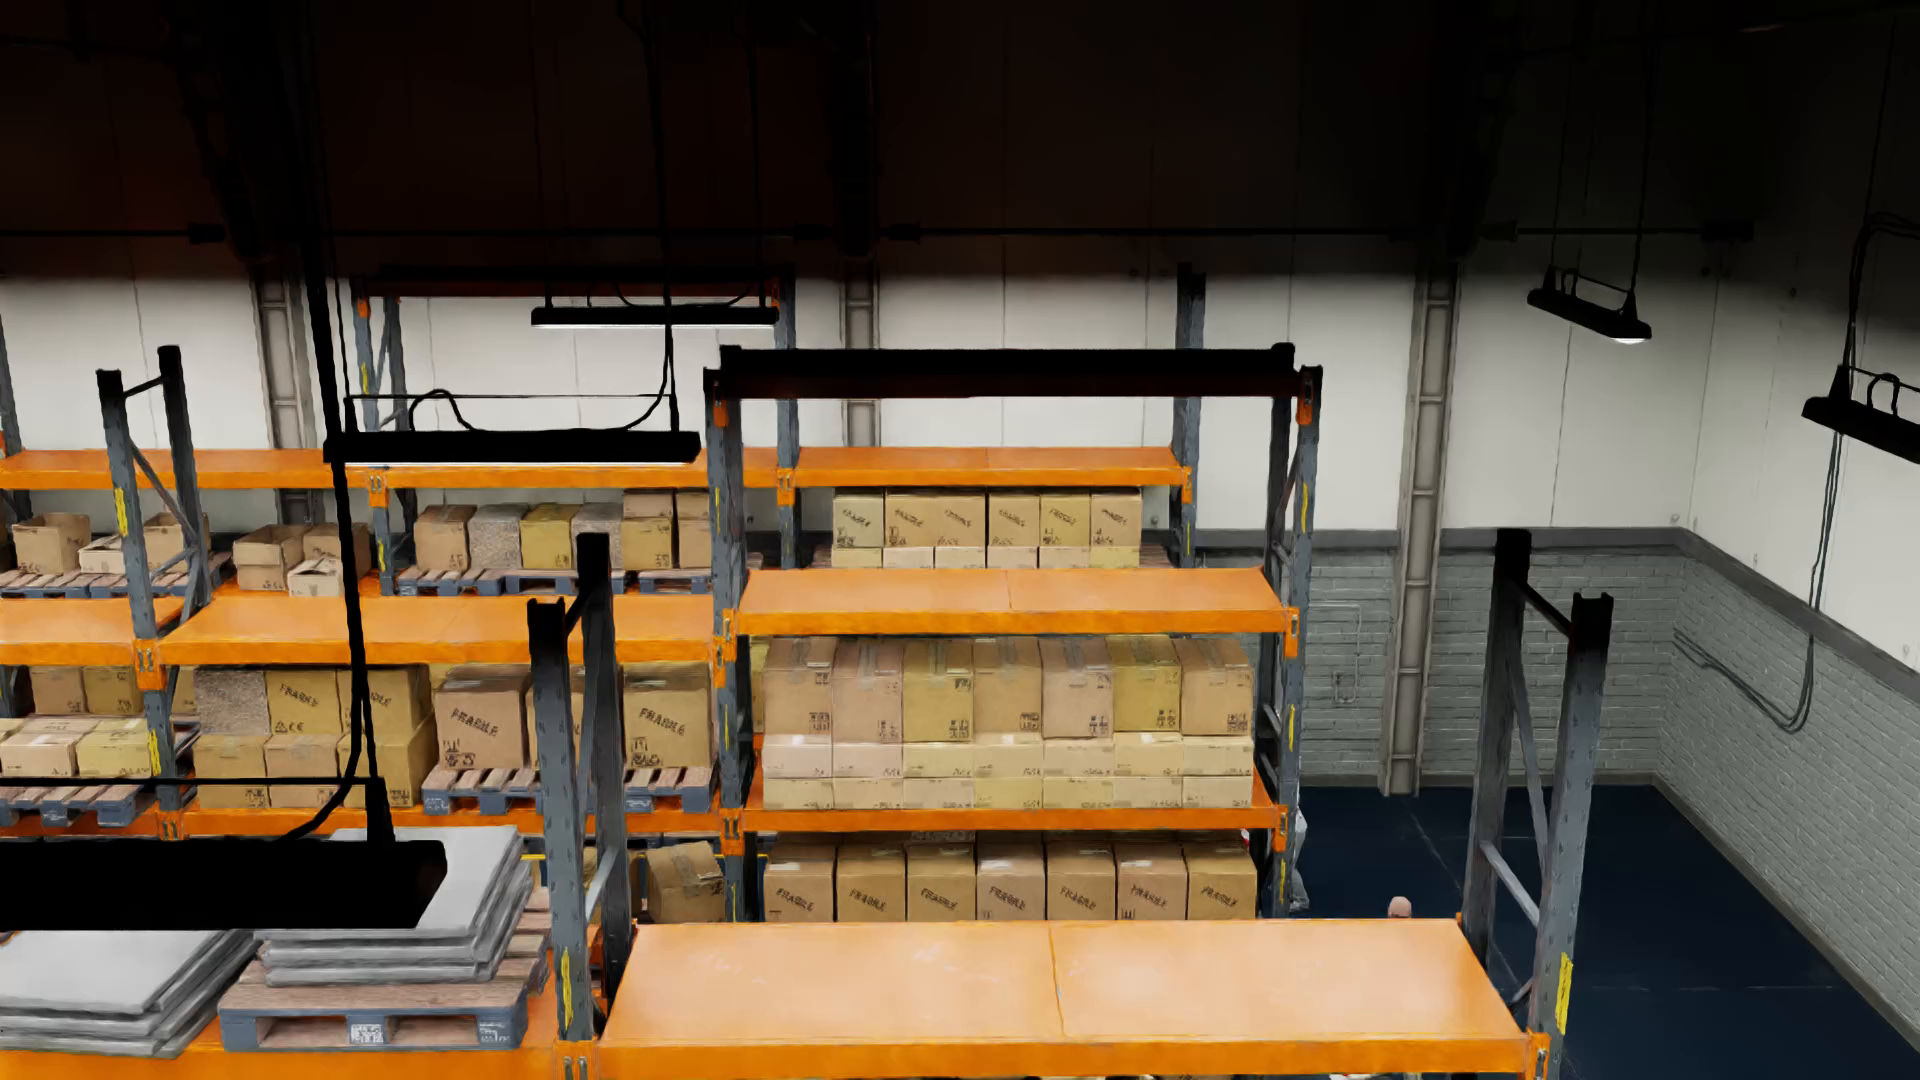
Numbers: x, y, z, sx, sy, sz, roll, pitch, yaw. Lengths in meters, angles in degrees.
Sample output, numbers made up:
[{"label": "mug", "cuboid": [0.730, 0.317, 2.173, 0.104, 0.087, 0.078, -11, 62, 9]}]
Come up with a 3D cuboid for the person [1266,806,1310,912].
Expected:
[{"label": "person", "cuboid": [3.122, 2.795, 16.128, 0.582, 1.611, 0.625, -1, 16, -3]}]

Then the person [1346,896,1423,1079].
[{"label": "person", "cuboid": [3.415, 3.594, 12.978, 0.746, 1.776, 0.547, 10, 19, 31]}]
